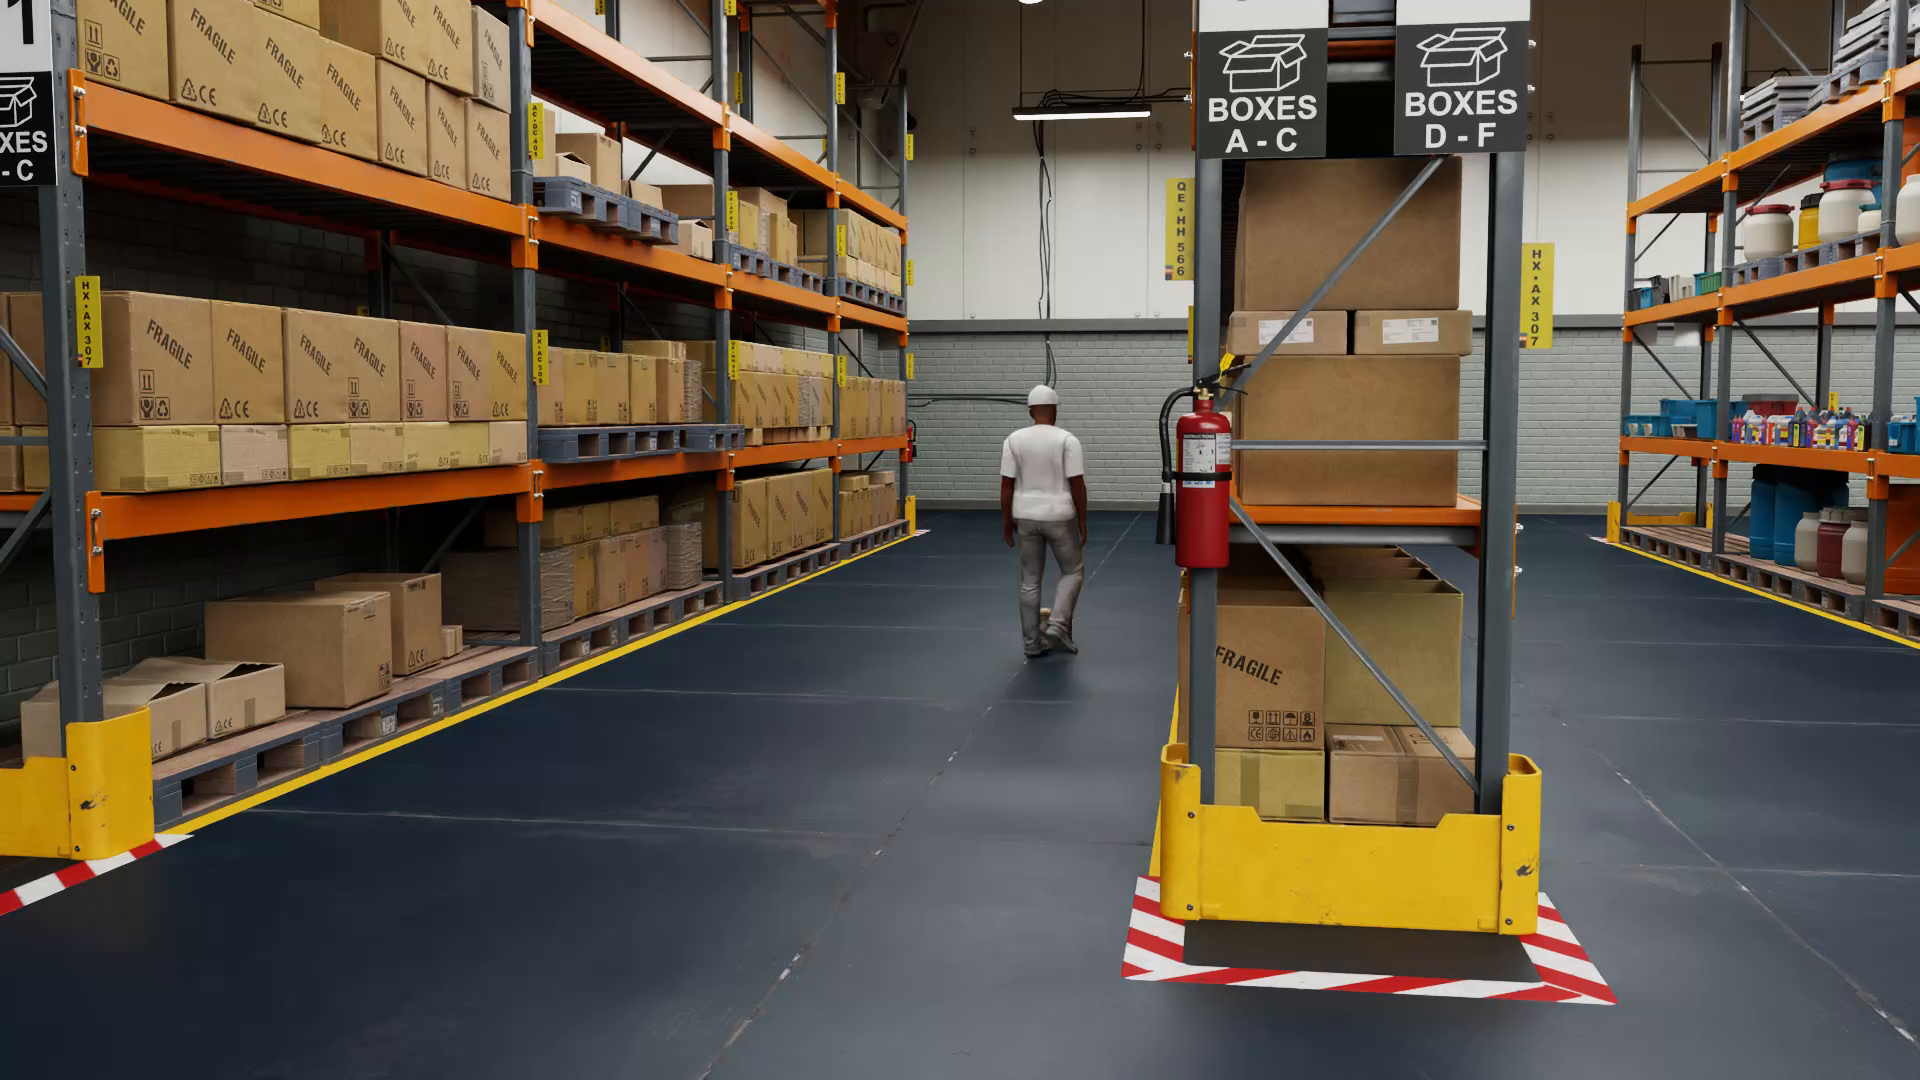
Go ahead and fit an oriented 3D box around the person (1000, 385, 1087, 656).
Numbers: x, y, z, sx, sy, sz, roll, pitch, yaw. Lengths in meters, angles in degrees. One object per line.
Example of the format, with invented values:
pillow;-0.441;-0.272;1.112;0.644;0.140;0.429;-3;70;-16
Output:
person;0.551;-0.126;10.878;0.583;1.770;0.479;2;5;19
